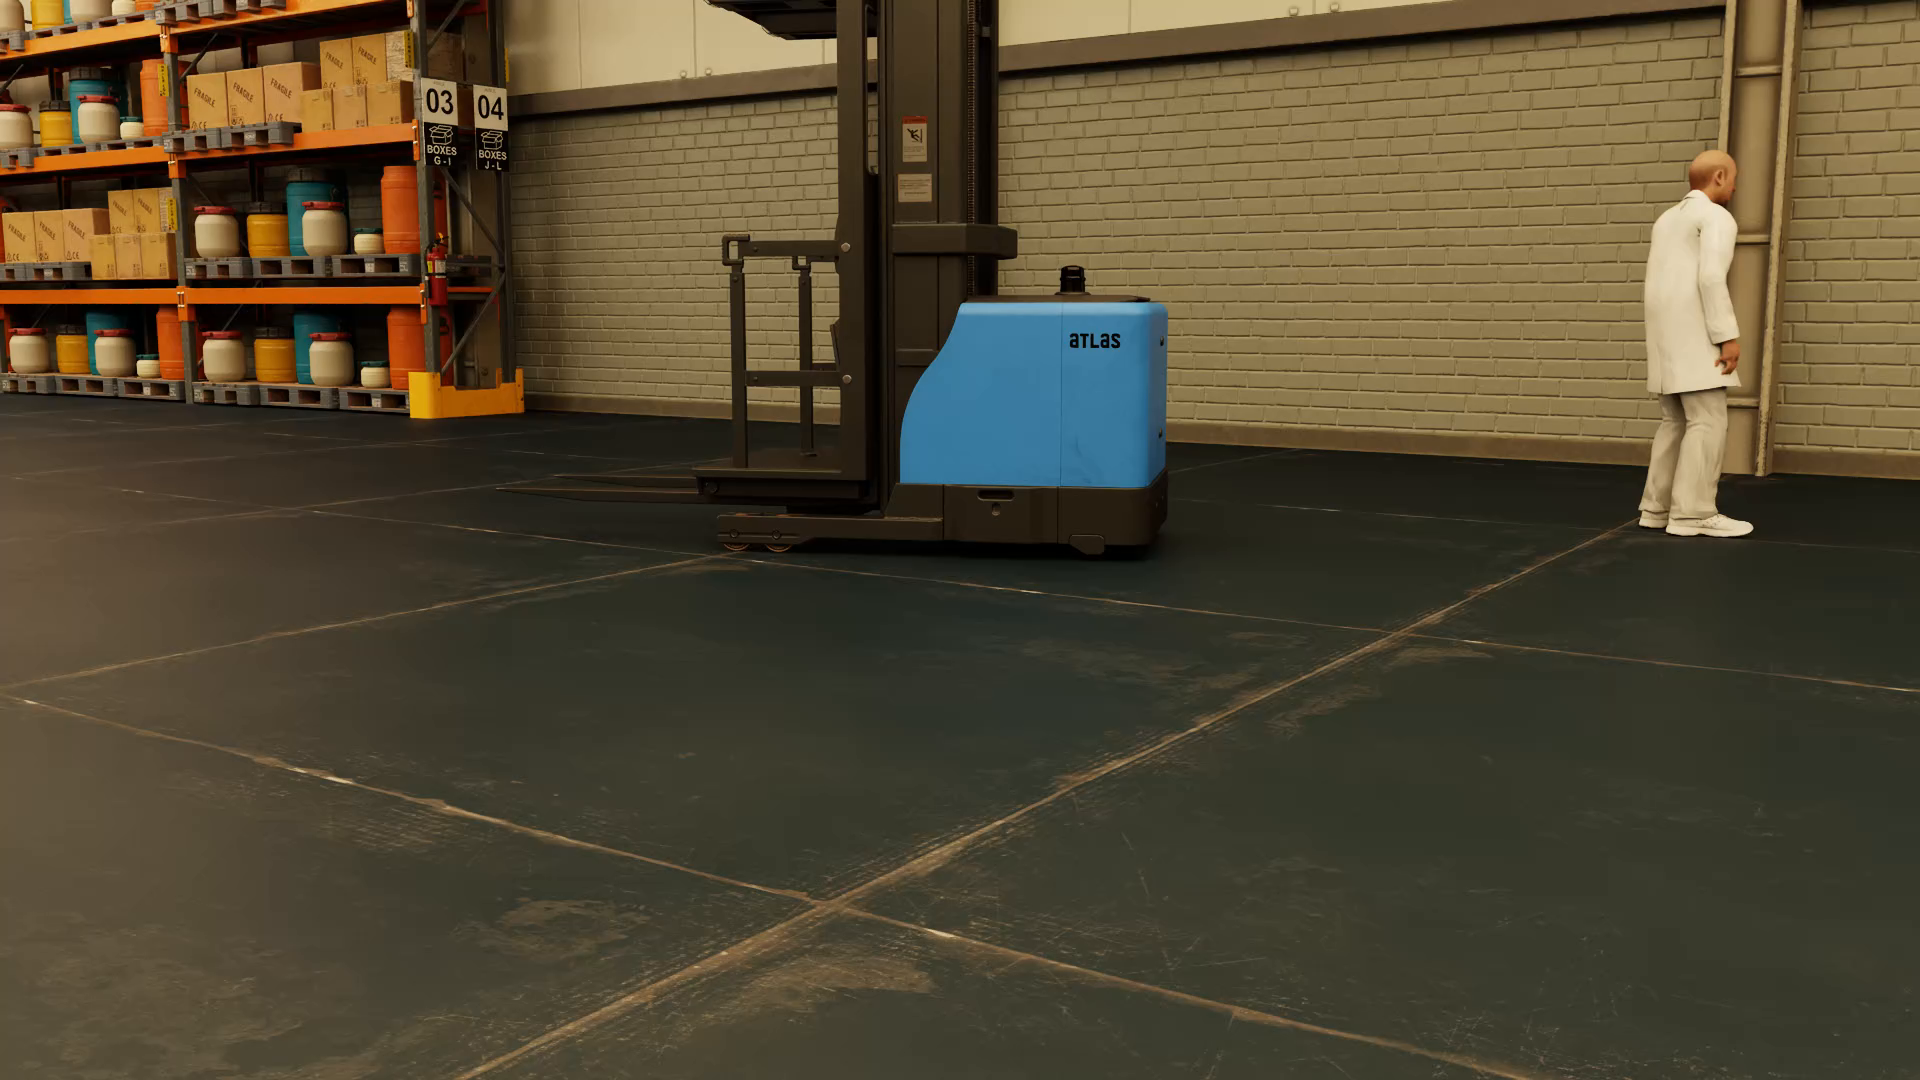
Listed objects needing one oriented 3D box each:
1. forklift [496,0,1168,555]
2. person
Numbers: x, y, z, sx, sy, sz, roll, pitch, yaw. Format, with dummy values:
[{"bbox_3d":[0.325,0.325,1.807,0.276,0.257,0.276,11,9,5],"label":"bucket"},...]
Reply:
[{"bbox_3d":[-0.596,-1.469,7.520,3.031,2.935,1.130,2,8,12],"label":"forklift"},{"bbox_3d":[3.440,-0.924,7.801,0.420,1.774,0.646,-1,8,-4],"label":"person"}]
